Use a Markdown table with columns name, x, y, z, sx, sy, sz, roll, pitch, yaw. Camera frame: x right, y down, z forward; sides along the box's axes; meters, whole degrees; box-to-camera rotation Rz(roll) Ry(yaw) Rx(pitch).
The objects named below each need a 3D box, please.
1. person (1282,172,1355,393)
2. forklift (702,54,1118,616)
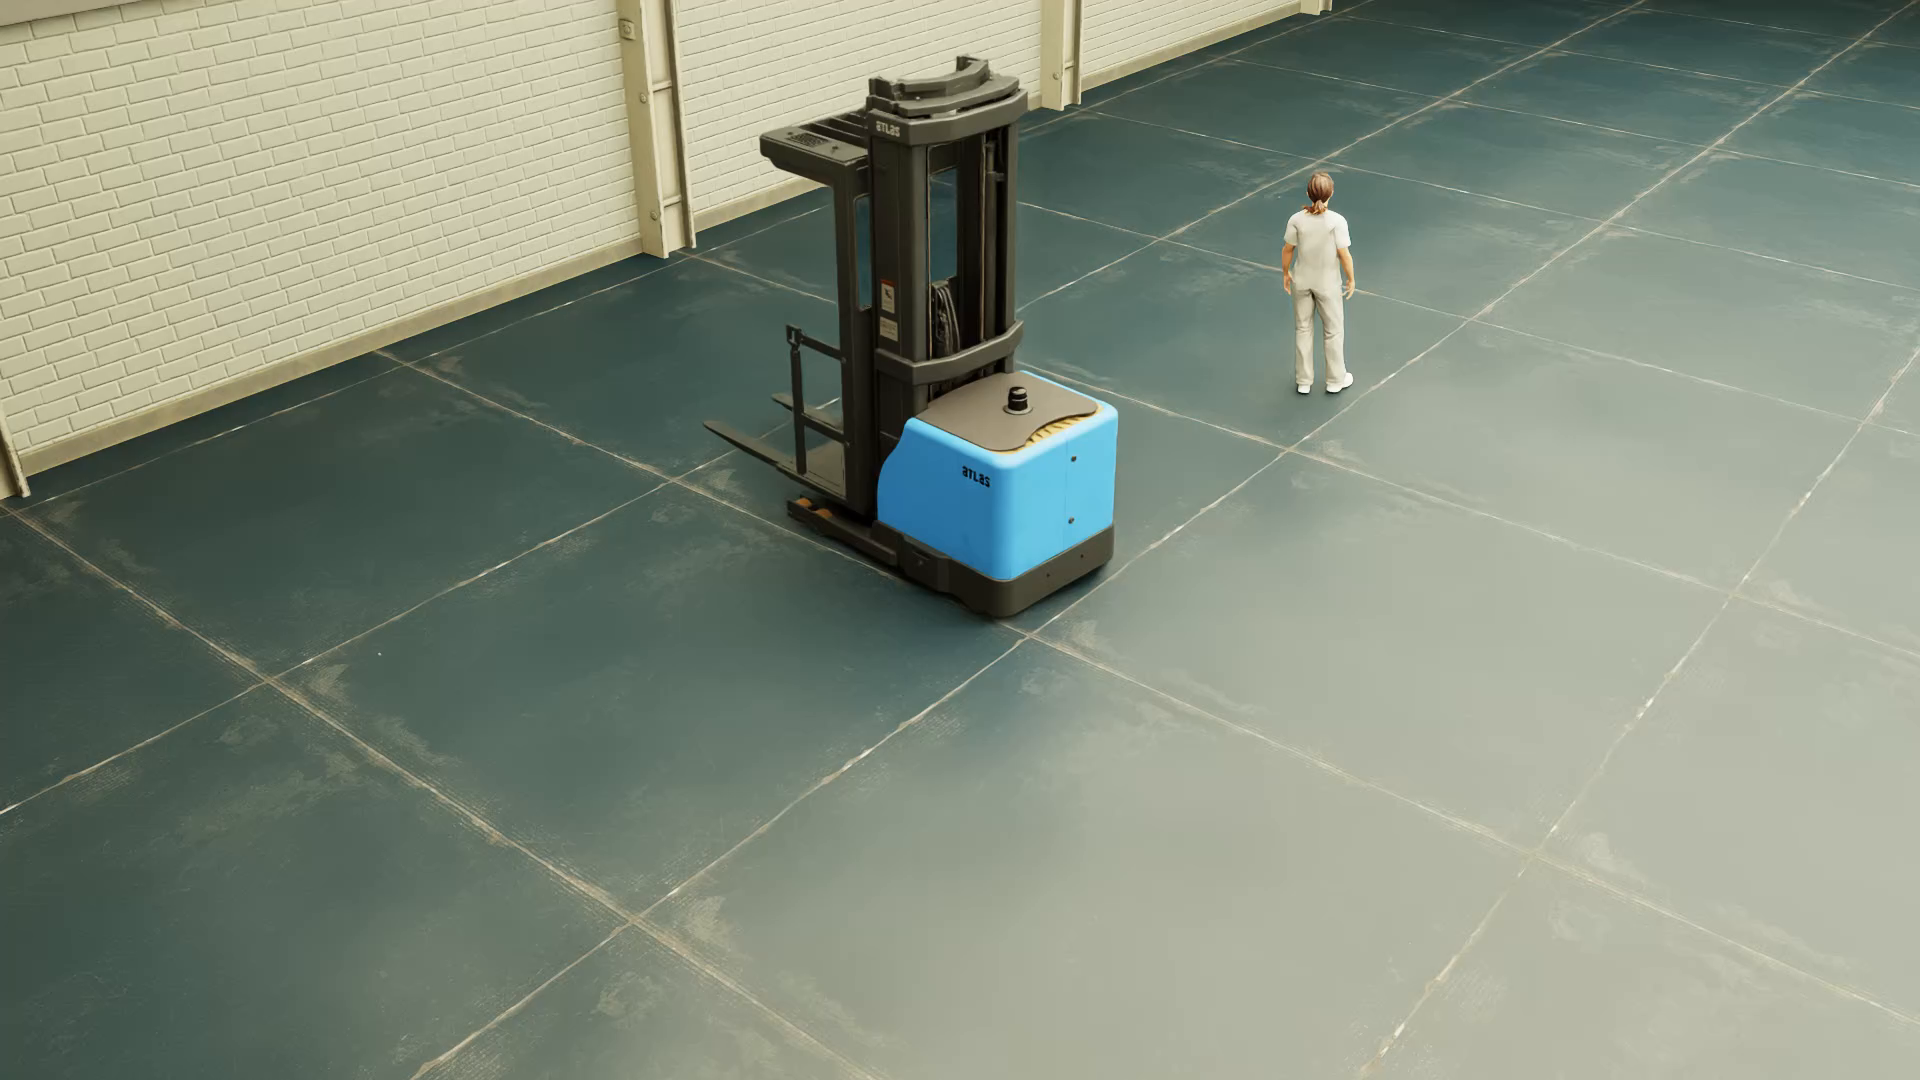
| name | x | y | z | sx | sy | sz | roll | pitch | yaw |
| --- | --- | --- | --- | --- | --- | --- | --- | --- | --- |
| person | 2.604 | -1.862 | 12.022 | 0.550 | 1.662 | 0.548 | 15 | 33 | 24 |
| forklift | -0.464 | -1.463 | 10.099 | 3.031 | 2.935 | 1.130 | 26 | 39 | 37 |
